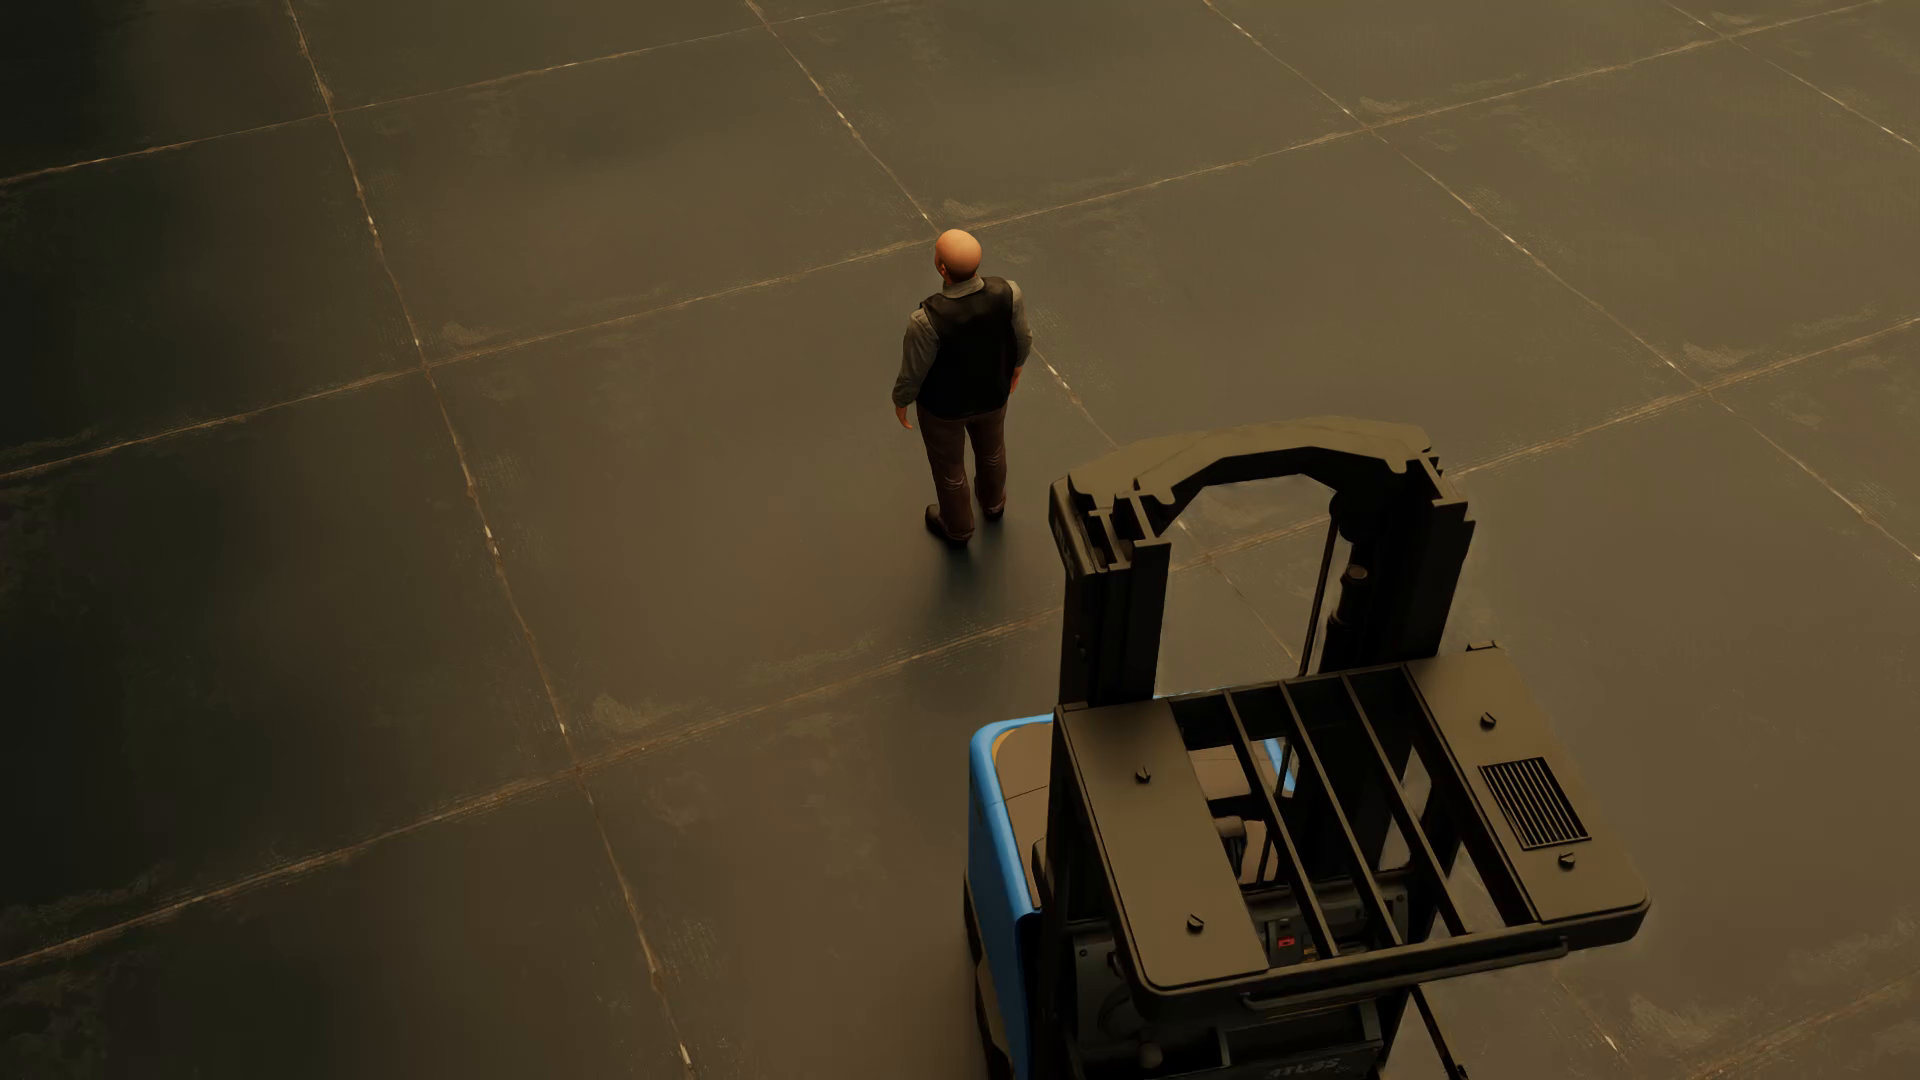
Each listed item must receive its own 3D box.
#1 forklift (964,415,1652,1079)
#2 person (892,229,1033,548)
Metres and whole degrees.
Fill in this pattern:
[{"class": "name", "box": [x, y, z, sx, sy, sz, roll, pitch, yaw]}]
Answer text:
[{"class": "forklift", "box": [0.803, 1.261, 4.329, 1.130, 2.935, 3.031, -8, 44, -8]}, {"class": "person", "box": [-0.018, -0.675, 7.280, 0.632, 1.720, 0.568, -18, 46, -18]}]
